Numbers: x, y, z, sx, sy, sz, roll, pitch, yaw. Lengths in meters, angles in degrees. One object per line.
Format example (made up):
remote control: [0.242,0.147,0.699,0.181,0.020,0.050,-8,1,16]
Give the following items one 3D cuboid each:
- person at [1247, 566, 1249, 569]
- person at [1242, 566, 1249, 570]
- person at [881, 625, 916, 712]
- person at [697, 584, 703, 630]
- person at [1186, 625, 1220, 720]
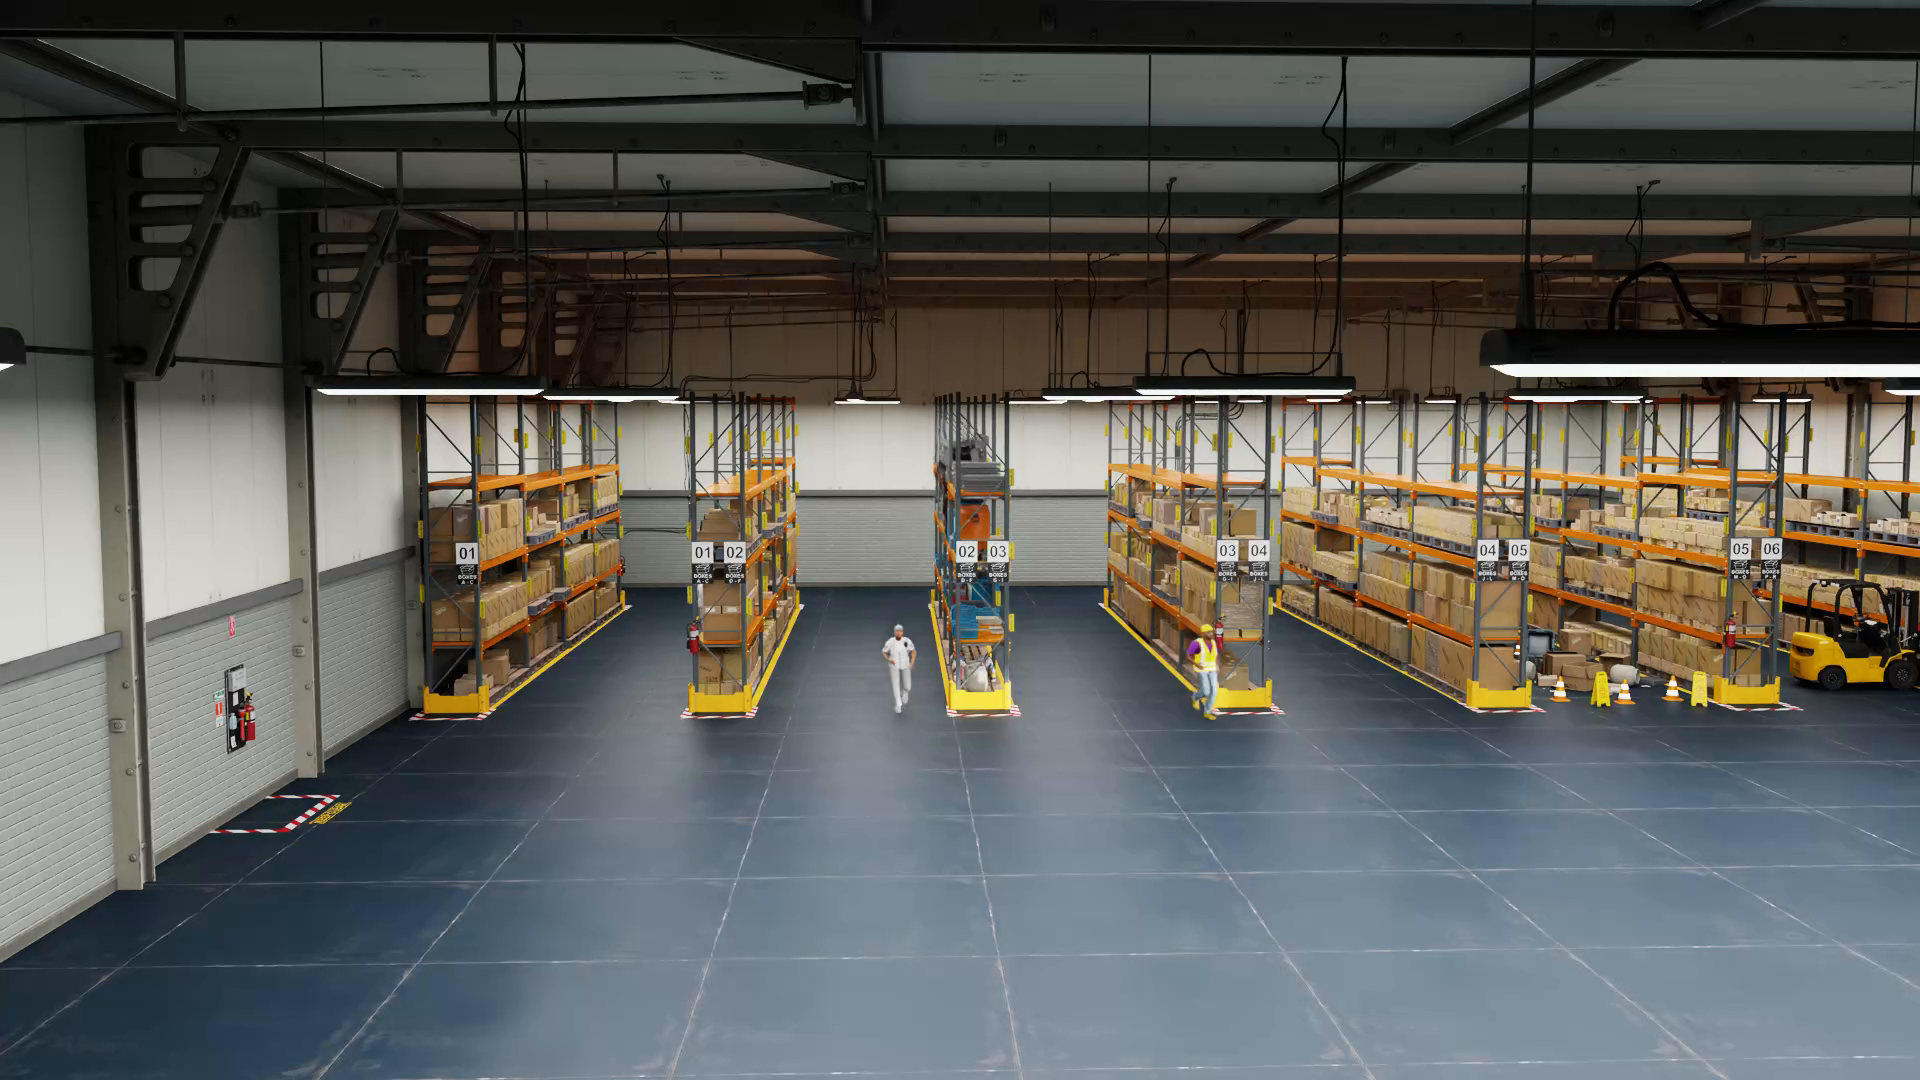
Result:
person: [8.238,1.000,48.750,0.570,1.688,0.787,-2,5,-19]
person: [8.007,1.043,47.862,0.738,1.703,0.918,2,5,26]
person: [-1.140,2.415,31.284,0.662,1.631,0.513,-1,5,-9]
person: [-6.209,1.641,40.462,0.600,1.657,0.566,-1,5,-9]
person: [4.510,2.415,30.665,0.738,1.738,0.664,-2,5,-25]
